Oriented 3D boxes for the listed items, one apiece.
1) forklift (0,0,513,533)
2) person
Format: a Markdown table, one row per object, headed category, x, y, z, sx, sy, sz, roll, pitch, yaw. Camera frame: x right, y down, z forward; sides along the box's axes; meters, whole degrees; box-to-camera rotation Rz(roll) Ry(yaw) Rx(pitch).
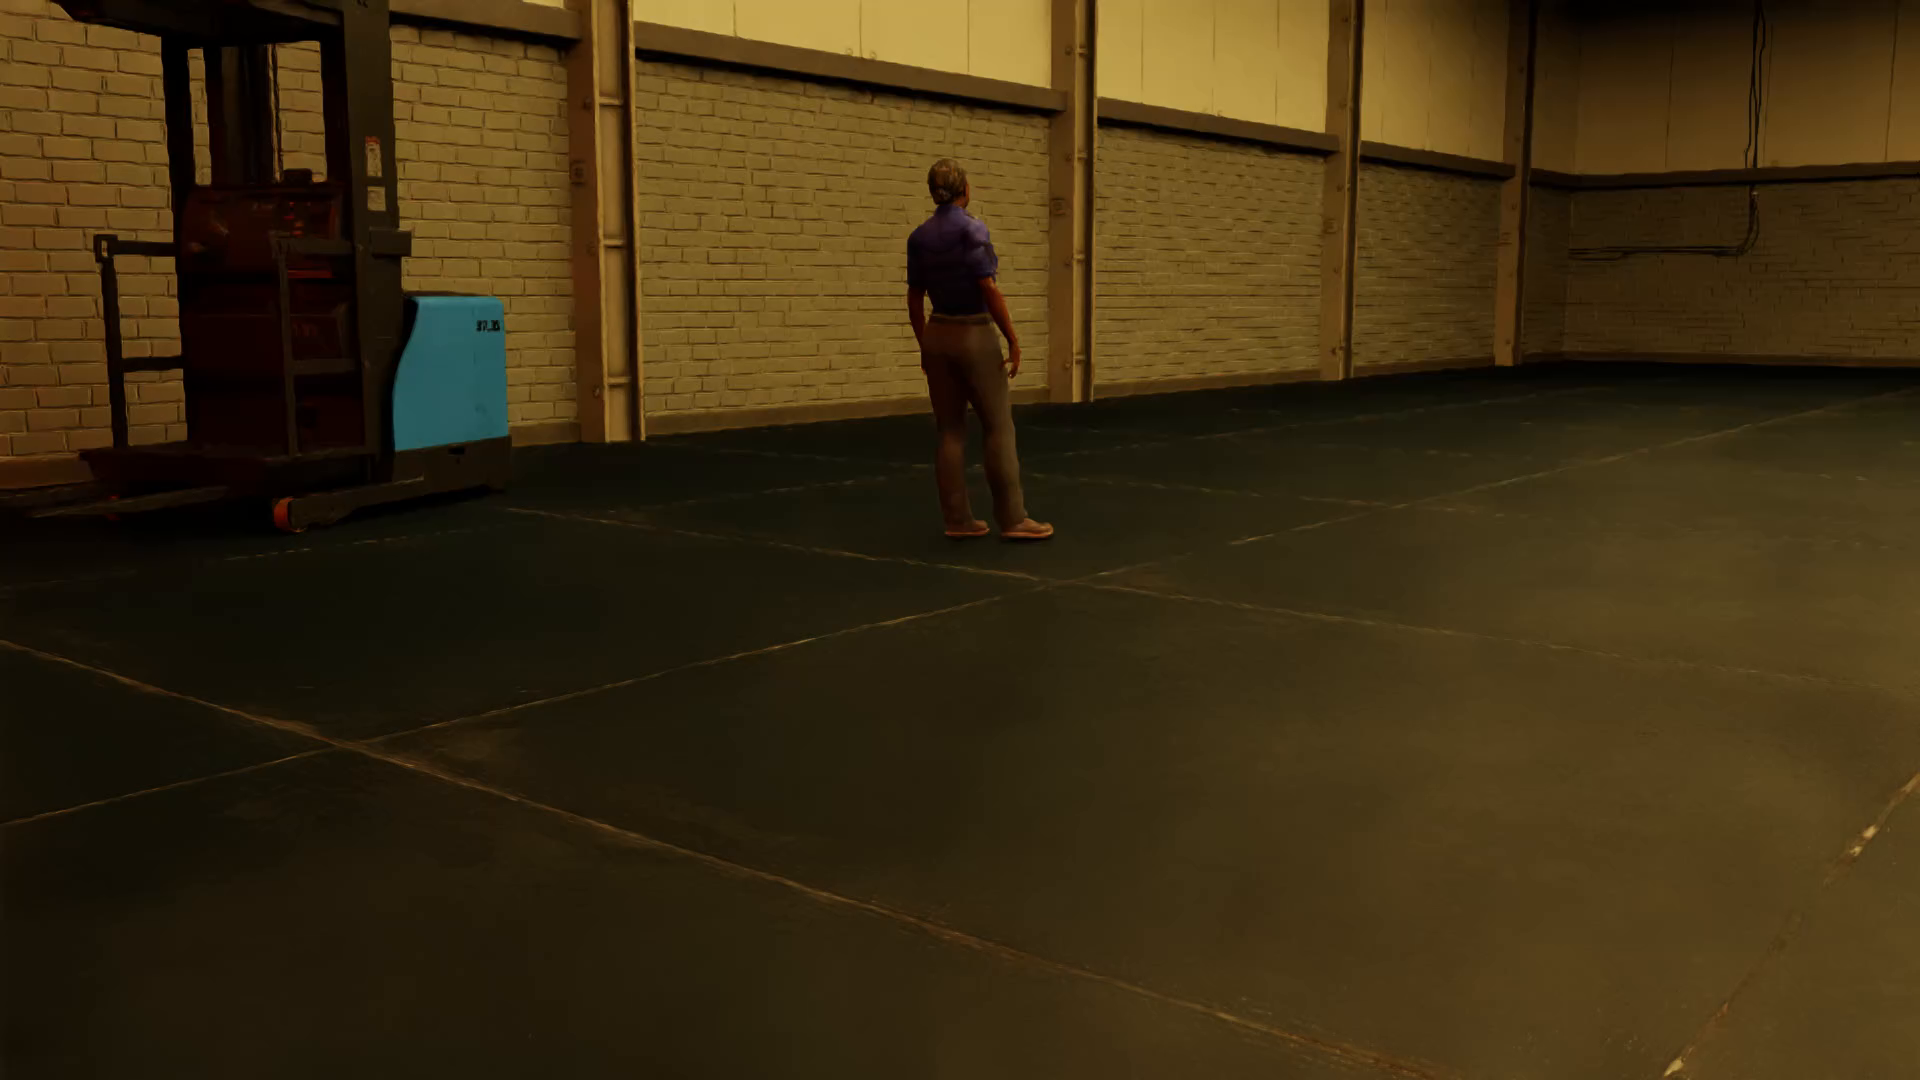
| category | x | y | z | sx | sy | sz | roll | pitch | yaw |
| --- | --- | --- | --- | --- | --- | --- | --- | --- | --- |
| forklift | -3.443 | -1.547 | 7.851 | 1.130 | 2.935 | 3.031 | 3 | 9 | 19 |
| person | 0.070 | -0.834 | 7.339 | 0.570 | 1.654 | 0.503 | 7 | 11 | 38 |
